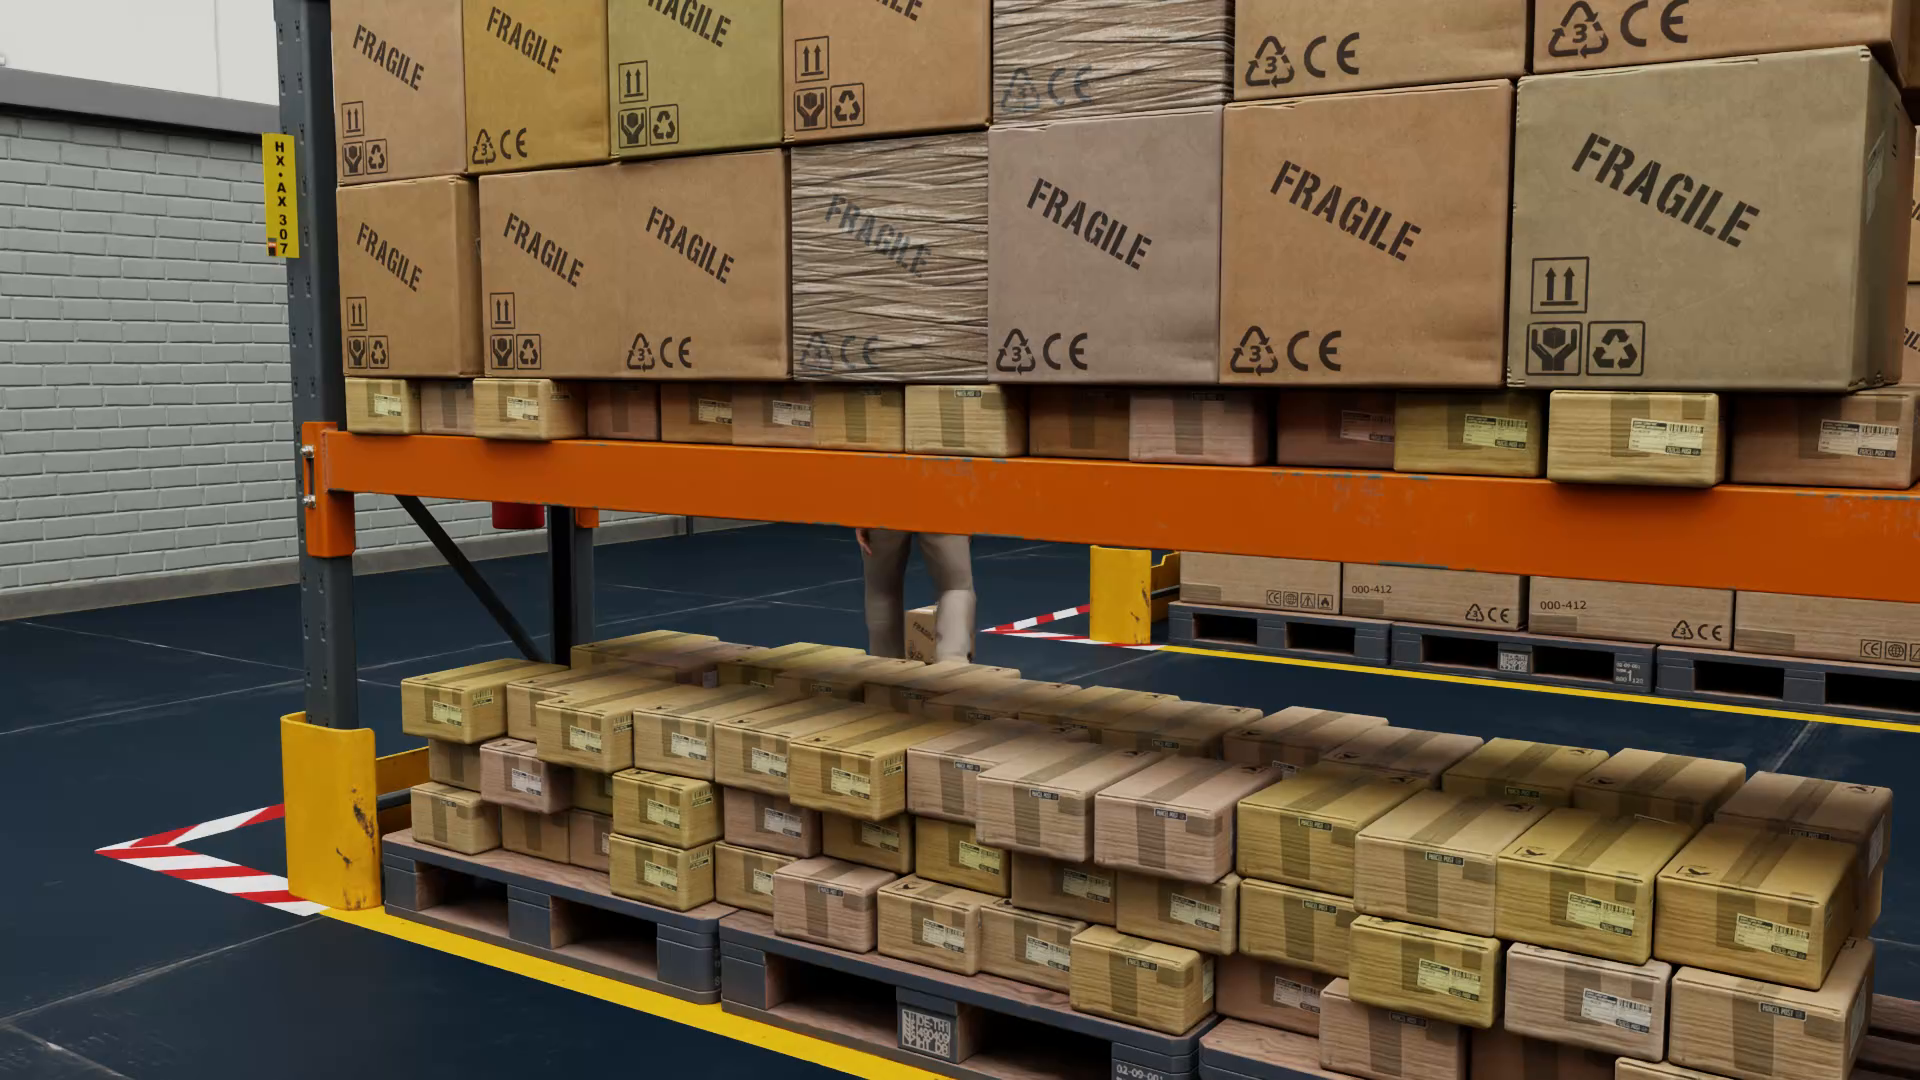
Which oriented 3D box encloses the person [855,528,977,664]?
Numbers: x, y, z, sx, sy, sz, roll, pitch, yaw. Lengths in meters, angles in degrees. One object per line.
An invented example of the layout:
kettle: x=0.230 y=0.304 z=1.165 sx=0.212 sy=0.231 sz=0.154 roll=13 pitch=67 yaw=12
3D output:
person: x=-0.163 y=-0.122 z=6.830 sx=0.592 sy=1.708 sz=0.841 roll=-1 pitch=6 yaw=-5
